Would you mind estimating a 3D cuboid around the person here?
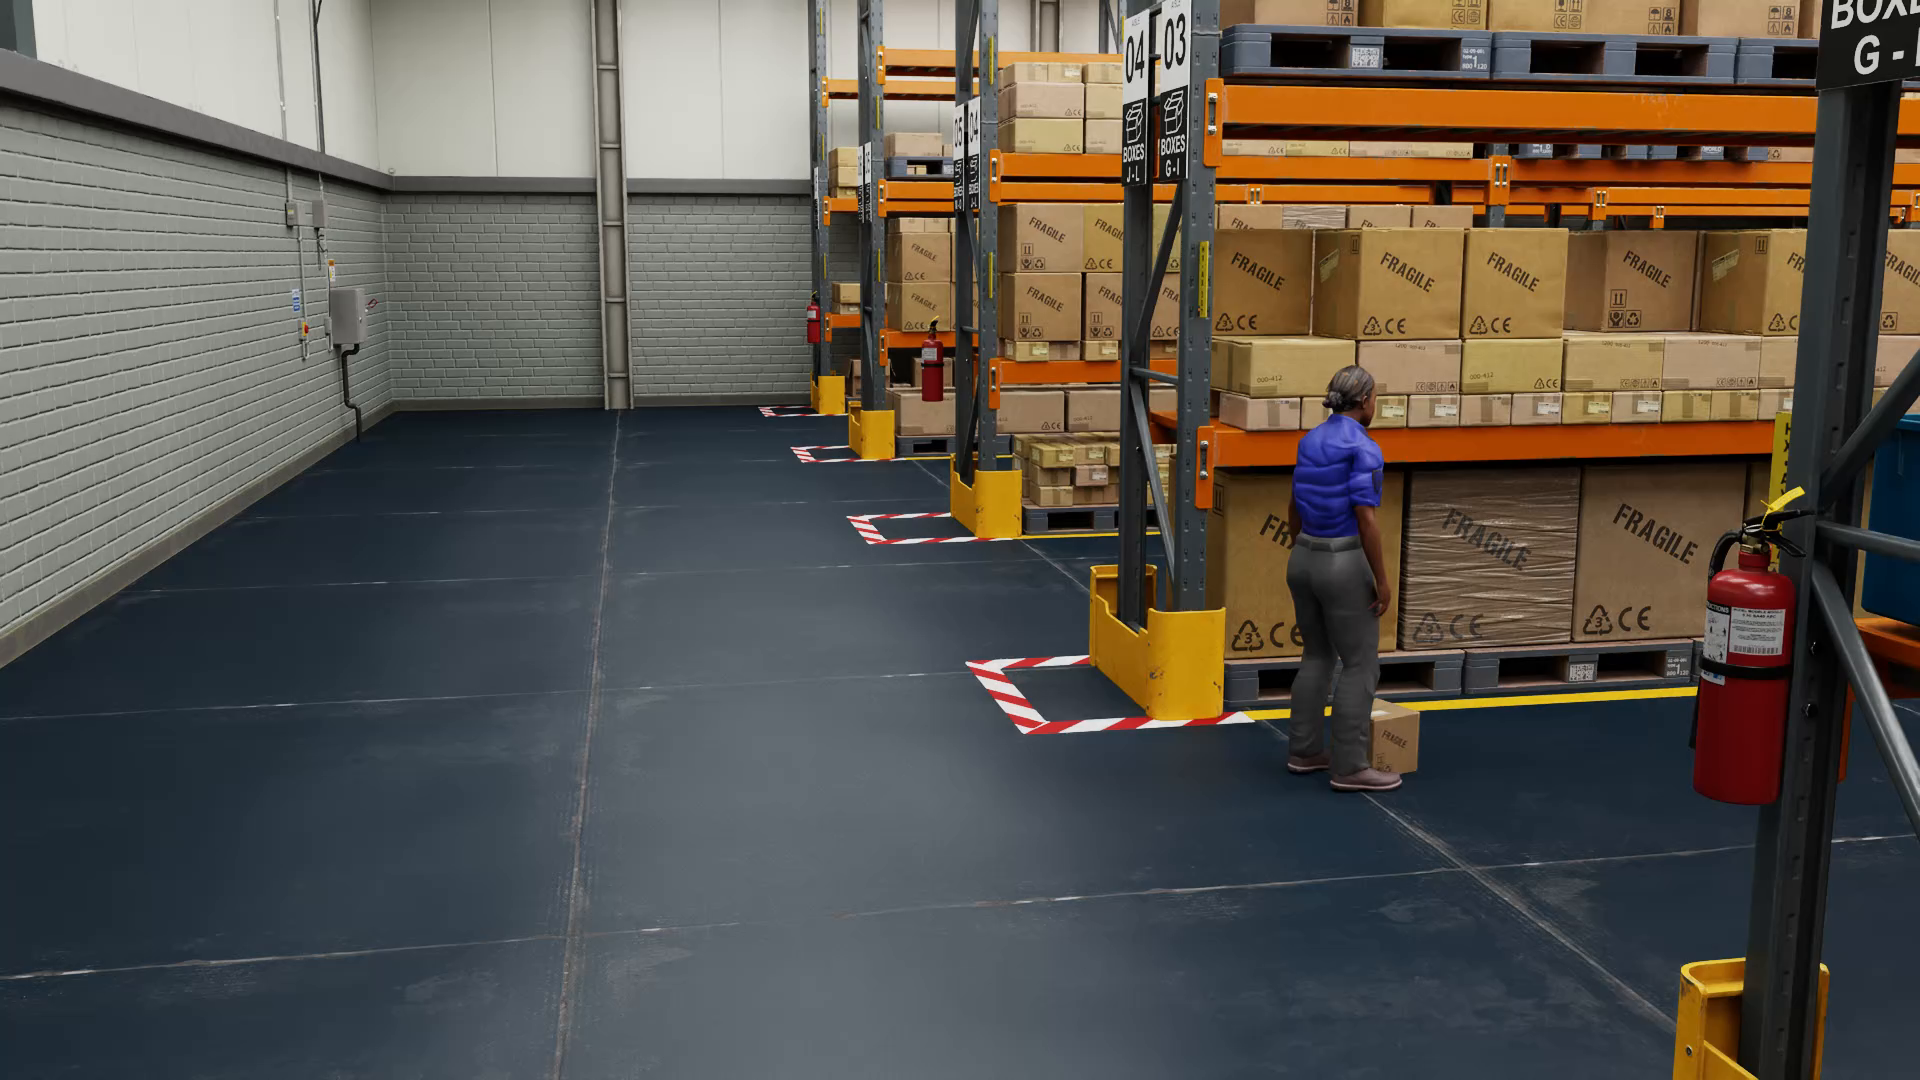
[{"bbox_3d":[1.502,0.140,6.587,0.346,1.656,0.531,-5,11,-27],"label":"person"}]
